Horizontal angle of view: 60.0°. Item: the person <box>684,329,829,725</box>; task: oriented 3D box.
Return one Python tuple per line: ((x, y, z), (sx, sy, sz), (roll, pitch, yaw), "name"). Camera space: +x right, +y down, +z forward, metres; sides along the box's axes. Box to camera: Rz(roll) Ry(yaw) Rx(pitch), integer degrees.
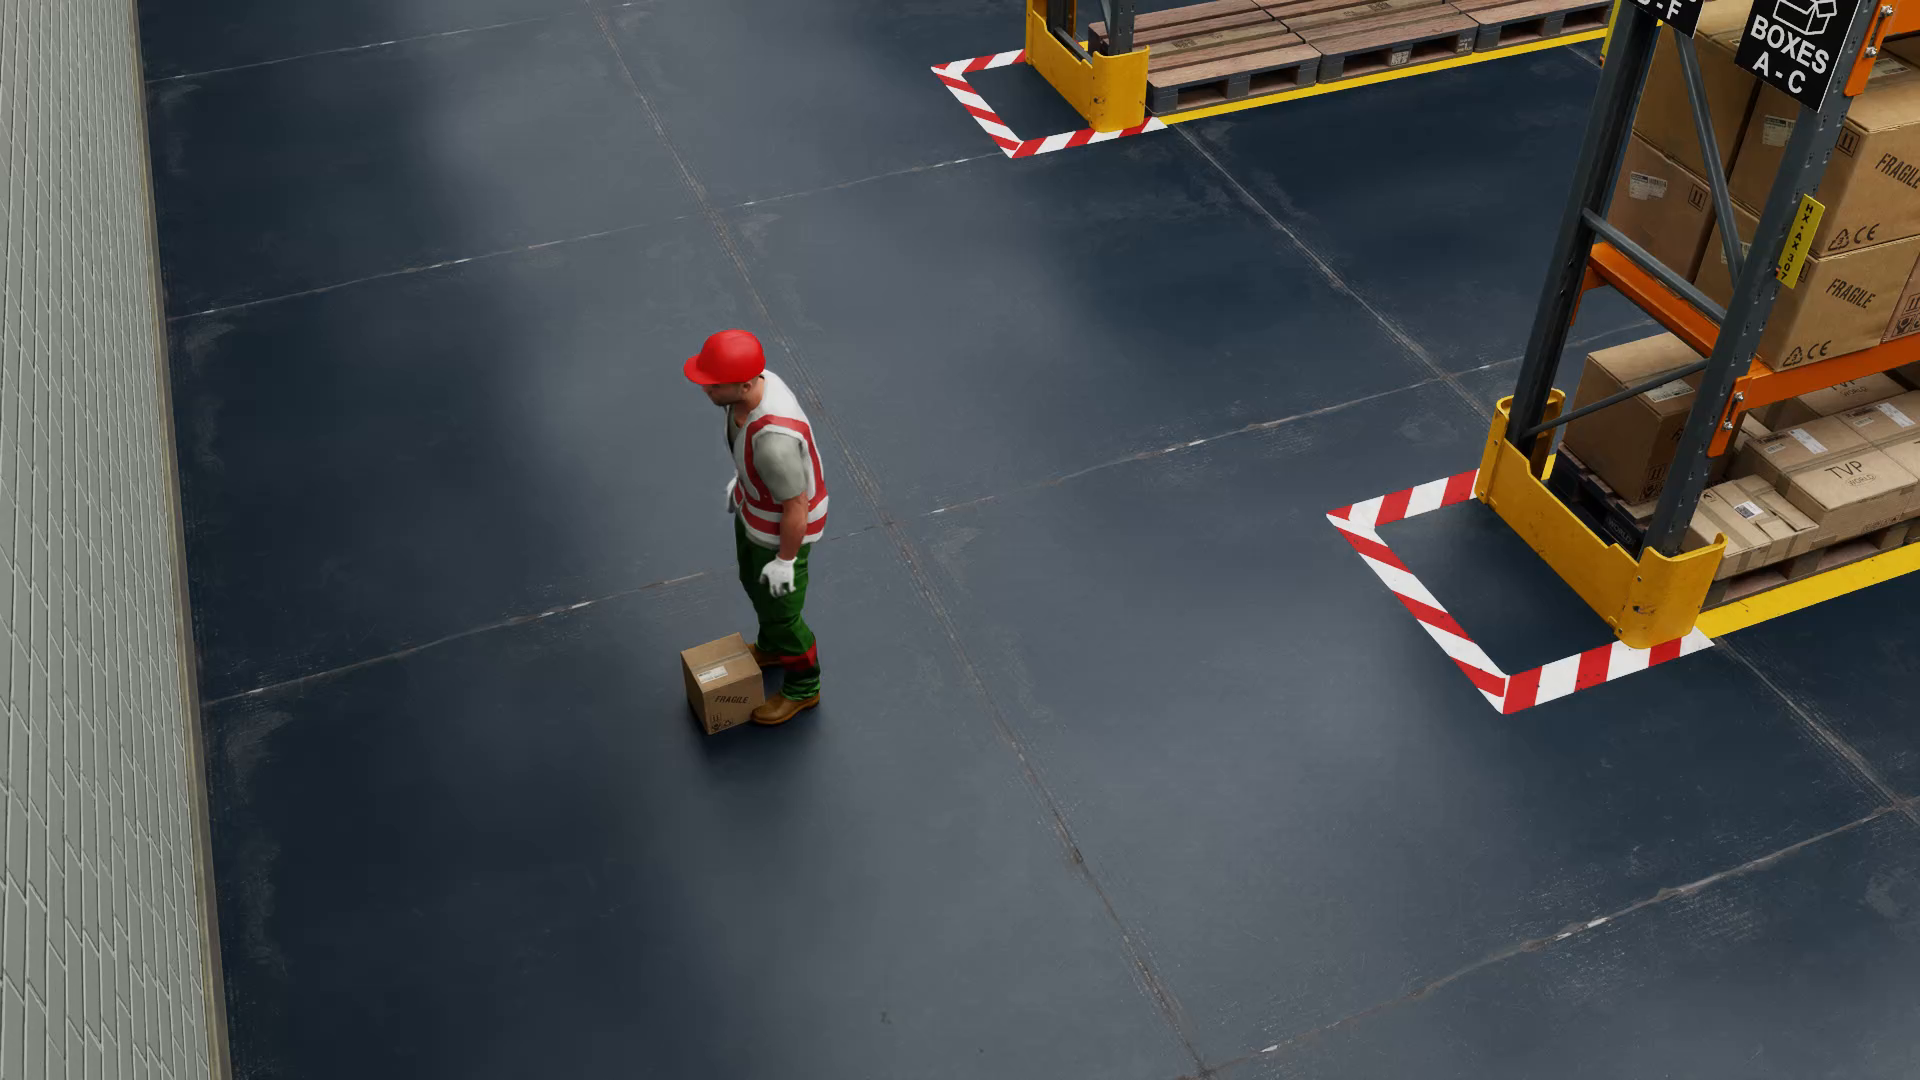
((-0.733, -0.060, 6.216), (0.453, 1.778, 0.606), (-15, 44, -17), "person")
